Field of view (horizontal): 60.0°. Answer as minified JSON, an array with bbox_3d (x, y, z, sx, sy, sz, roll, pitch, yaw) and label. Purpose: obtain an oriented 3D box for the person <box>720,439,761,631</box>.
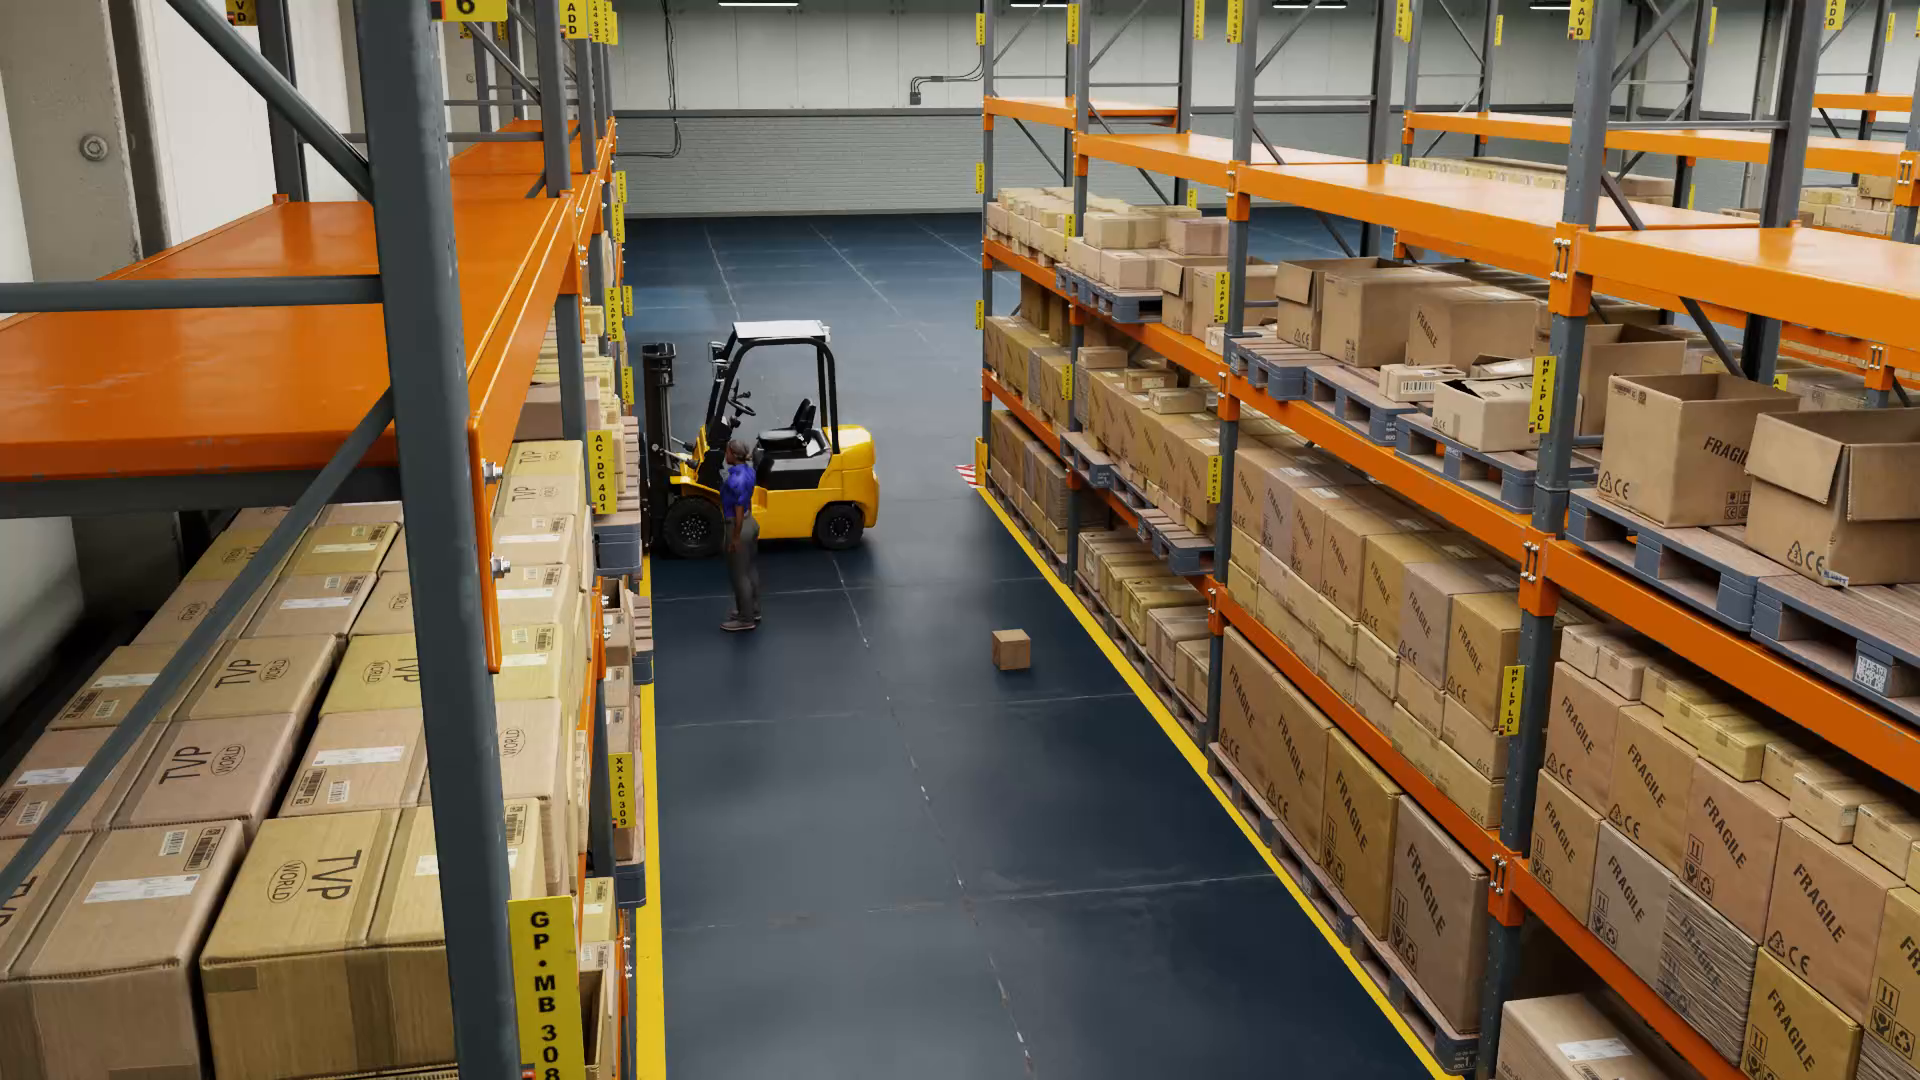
[{"bbox_3d":[-1.891,-0.059,14.237,0.319,1.662,0.449,3,17,9],"label":"person"}]
